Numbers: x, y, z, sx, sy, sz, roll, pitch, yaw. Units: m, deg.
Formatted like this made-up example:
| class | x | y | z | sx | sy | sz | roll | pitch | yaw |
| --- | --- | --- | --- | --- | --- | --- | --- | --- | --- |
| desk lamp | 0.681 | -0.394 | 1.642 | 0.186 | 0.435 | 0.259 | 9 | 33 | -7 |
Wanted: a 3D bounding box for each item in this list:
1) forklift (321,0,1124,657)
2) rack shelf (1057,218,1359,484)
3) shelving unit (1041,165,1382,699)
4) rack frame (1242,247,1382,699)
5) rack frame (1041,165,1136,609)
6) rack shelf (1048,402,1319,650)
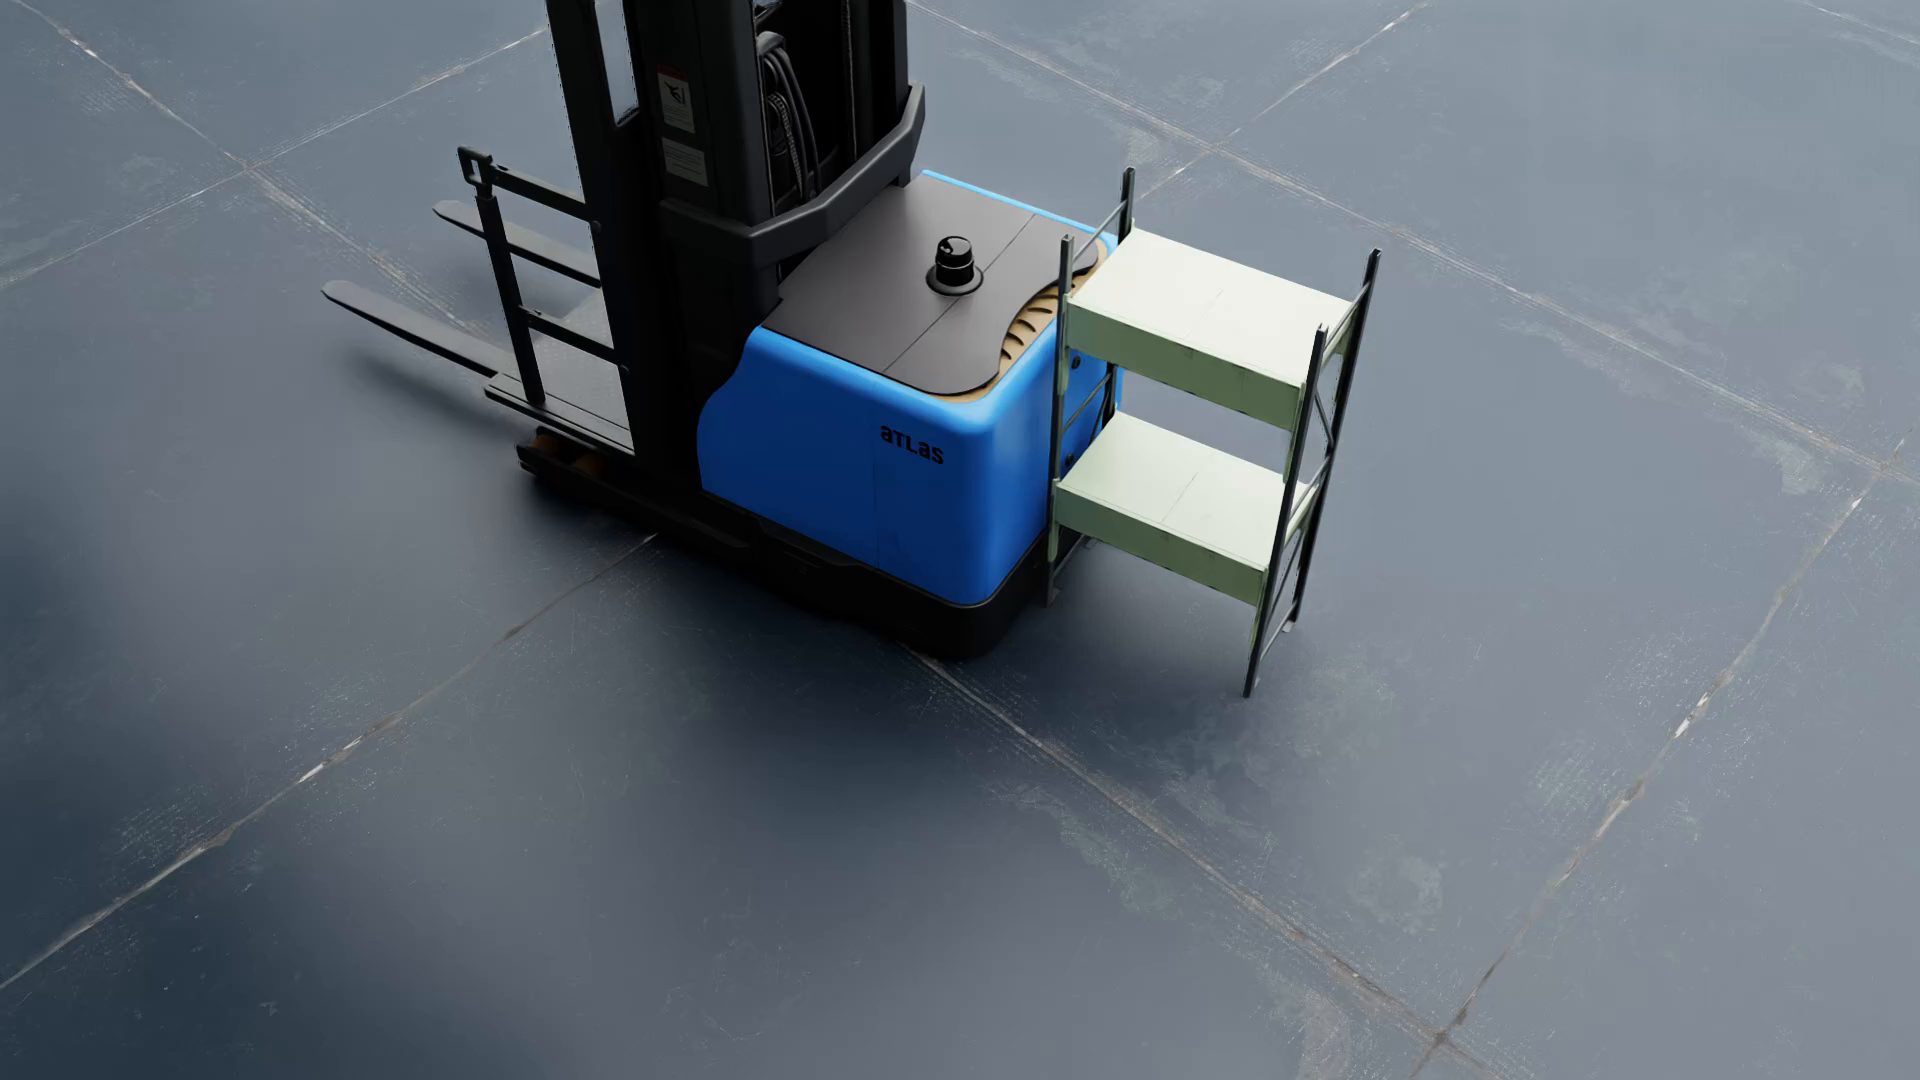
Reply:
| class | x | y | z | sx | sy | sz | roll | pitch | yaw |
| --- | --- | --- | --- | --- | --- | --- | --- | --- | --- |
| forklift | -0.972 | -1.447 | 5.098 | 3.031 | 2.935 | 1.130 | 24 | 51 | 21 |
| rack shelf | 0.696 | -0.543 | 4.695 | 0.720 | 0.370 | 0.431 | 24 | 51 | 21 |
| shelving unit | 0.696 | -0.275 | 4.980 | 0.755 | 1.500 | 0.431 | 24 | 51 | 21 |
| rack frame | 1.010 | -0.138 | 4.851 | 0.023 | 1.500 | 0.400 | 24 | 51 | 21 |
| rack frame | 0.383 | -0.413 | 5.109 | 0.023 | 1.500 | 0.400 | 24 | 51 | 21 |
| rack shelf | 0.696 | -0.052 | 5.217 | 0.720 | 0.370 | 0.431 | 24 | 51 | 21 |
